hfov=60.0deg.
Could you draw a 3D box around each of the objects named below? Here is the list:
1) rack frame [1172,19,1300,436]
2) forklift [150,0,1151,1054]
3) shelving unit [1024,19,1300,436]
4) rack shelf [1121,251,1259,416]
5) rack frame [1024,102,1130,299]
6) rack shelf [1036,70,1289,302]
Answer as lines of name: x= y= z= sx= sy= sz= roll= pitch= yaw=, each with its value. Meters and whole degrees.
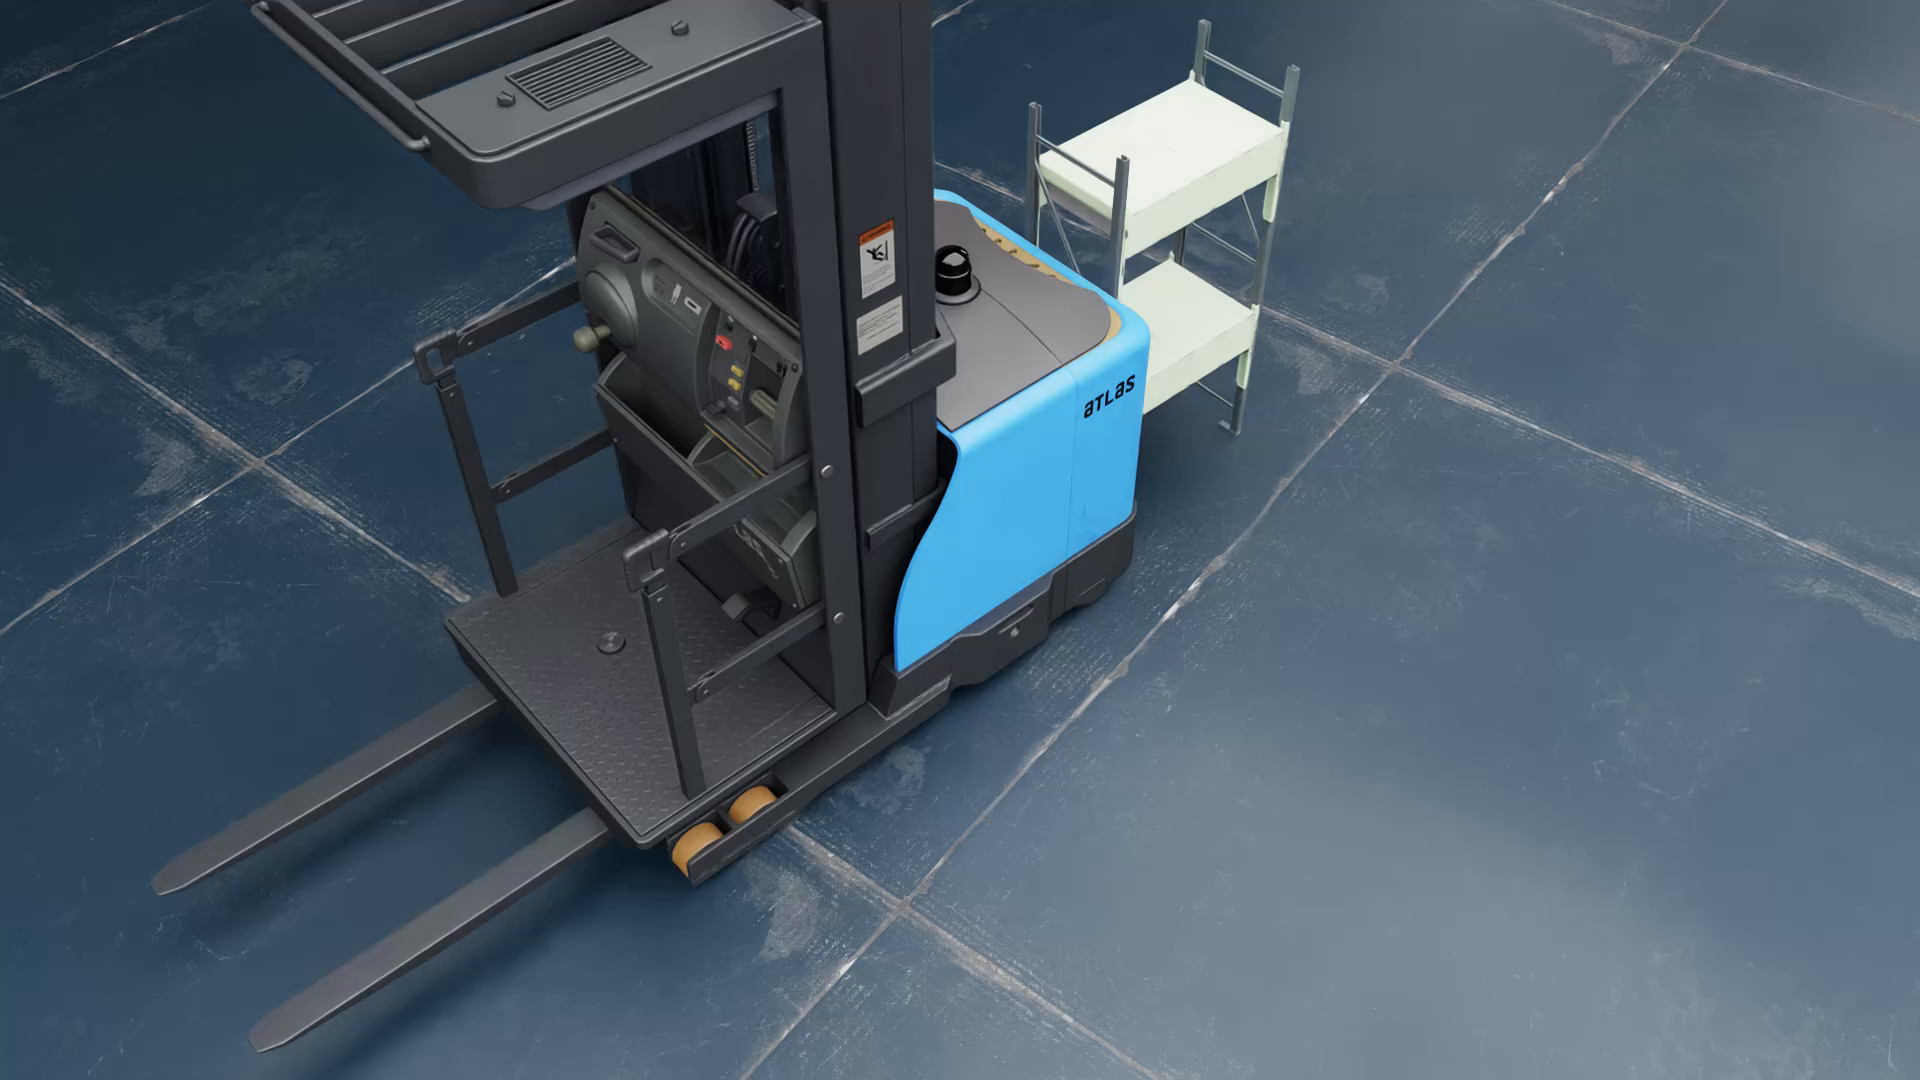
rack frame: x=0.892 y=-1.013 z=5.681 sx=0.023 sy=1.500 sz=0.400 roll=-32 pitch=54 yaw=-27
forklift: x=-0.861 y=-0.464 z=4.167 sx=3.031 sy=2.935 sz=1.130 roll=-32 pitch=54 yaw=-27
shelving unit: x=0.617 y=-0.838 z=5.514 sx=0.755 sy=1.500 sz=0.431 roll=-32 pitch=54 yaw=-27
rack shelf: x=0.617 y=-0.613 z=5.749 sx=0.720 sy=0.370 sz=0.431 roll=-32 pitch=54 yaw=-27
rack frame: x=0.342 y=-0.663 z=5.347 sx=0.023 sy=1.500 sz=0.400 roll=-32 pitch=54 yaw=-27
rack shelf: x=0.617 y=-1.108 z=5.231 sx=0.720 sy=0.370 sz=0.431 roll=-32 pitch=54 yaw=-27
